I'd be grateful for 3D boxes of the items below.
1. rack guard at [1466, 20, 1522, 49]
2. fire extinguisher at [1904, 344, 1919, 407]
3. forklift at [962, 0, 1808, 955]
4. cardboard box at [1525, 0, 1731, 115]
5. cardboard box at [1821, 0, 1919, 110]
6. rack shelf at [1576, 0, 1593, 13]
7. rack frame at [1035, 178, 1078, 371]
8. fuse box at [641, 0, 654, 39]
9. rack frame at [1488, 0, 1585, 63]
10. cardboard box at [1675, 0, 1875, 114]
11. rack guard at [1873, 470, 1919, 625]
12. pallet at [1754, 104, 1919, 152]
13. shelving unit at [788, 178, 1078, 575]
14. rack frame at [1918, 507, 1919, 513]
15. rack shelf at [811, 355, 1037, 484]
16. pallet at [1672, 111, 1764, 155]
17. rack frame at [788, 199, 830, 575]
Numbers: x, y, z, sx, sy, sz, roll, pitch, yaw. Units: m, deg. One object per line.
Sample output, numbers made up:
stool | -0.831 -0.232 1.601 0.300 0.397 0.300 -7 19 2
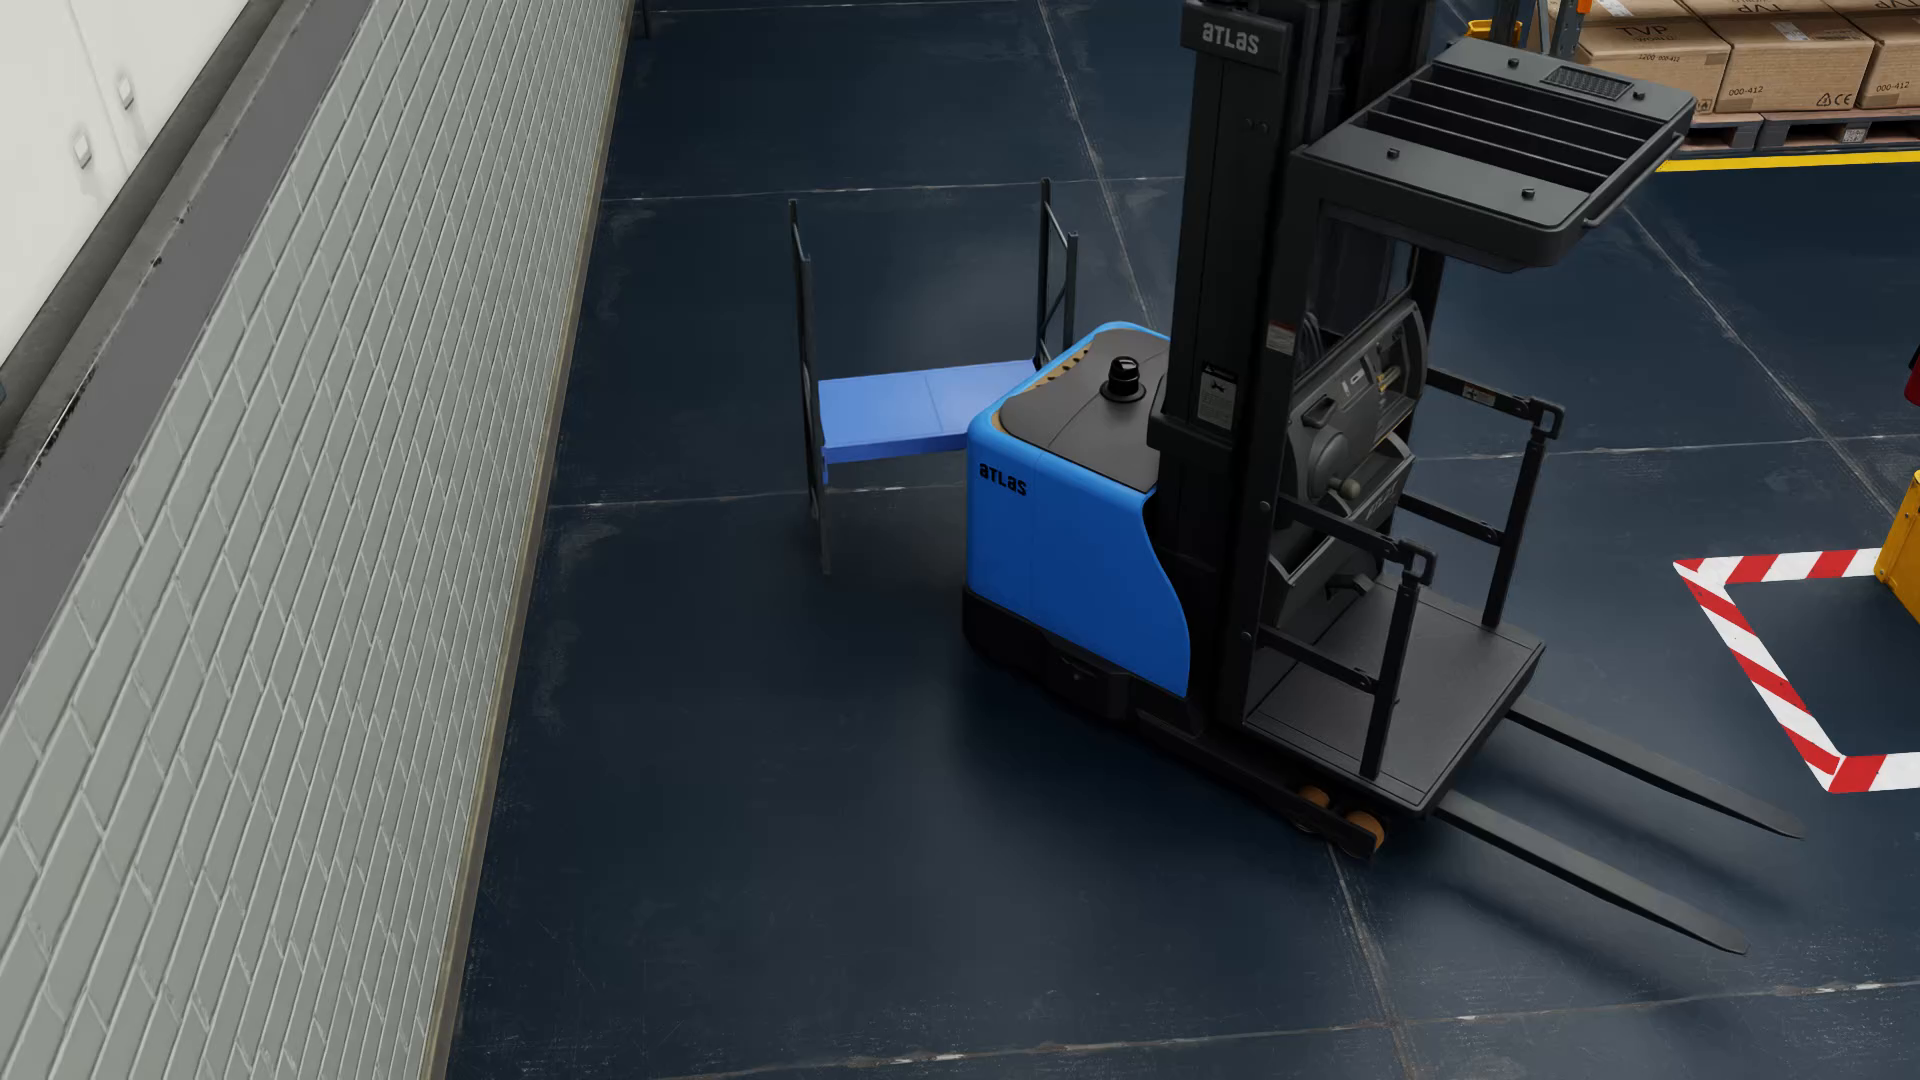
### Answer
rack guard | 3.466 -2.782 10.372 0.348 0.500 1.175 -3 38 -4
fire extinguisher | 3.737 -0.810 6.218 0.183 0.674 0.296 -3 38 -4
forklift | 1.484 -0.410 5.403 3.031 2.935 1.130 26 45 29
cardboard box | 4.138 -3.021 10.387 0.875 0.438 0.875 -4 38 -6
cardboard box | 5.948 -3.125 10.519 0.875 0.438 0.875 -4 38 -5
rack shelf | 5.482 -3.592 9.961 4.000 0.370 1.077 -3 38 -4
rack frame | 0.387 -0.712 6.941 0.032 1.500 0.500 -7 39 -8
fuse box | -2.165 -4.239 11.241 0.414 1.711 0.539 -3 38 -4
rack frame | 3.490 -3.764 9.599 0.127 3.000 1.000 -3 38 -4
cardboard box | 5.049 -3.077 10.457 0.875 0.438 0.875 -2 38 -3
rack guard | 4.105 0.261 6.515 0.348 0.500 1.175 -3 38 -4
pallet | 5.492 -2.827 10.662 1.213 0.211 1.003 -3 38 -4
shelving unit | -0.113 -0.654 6.868 1.048 1.500 0.538 -7 39 -8
rack frame | 4.029 -0.716 5.736 0.127 3.000 1.000 -3 38 -4
rack shelf | -0.113 -0.513 6.979 1.000 0.185 0.538 -7 39 -8
pallet | 4.279 -2.762 10.580 1.213 0.211 1.003 -3 38 -4
rack frame | -0.613 -0.596 6.794 0.032 1.500 0.500 -7 39 -8
